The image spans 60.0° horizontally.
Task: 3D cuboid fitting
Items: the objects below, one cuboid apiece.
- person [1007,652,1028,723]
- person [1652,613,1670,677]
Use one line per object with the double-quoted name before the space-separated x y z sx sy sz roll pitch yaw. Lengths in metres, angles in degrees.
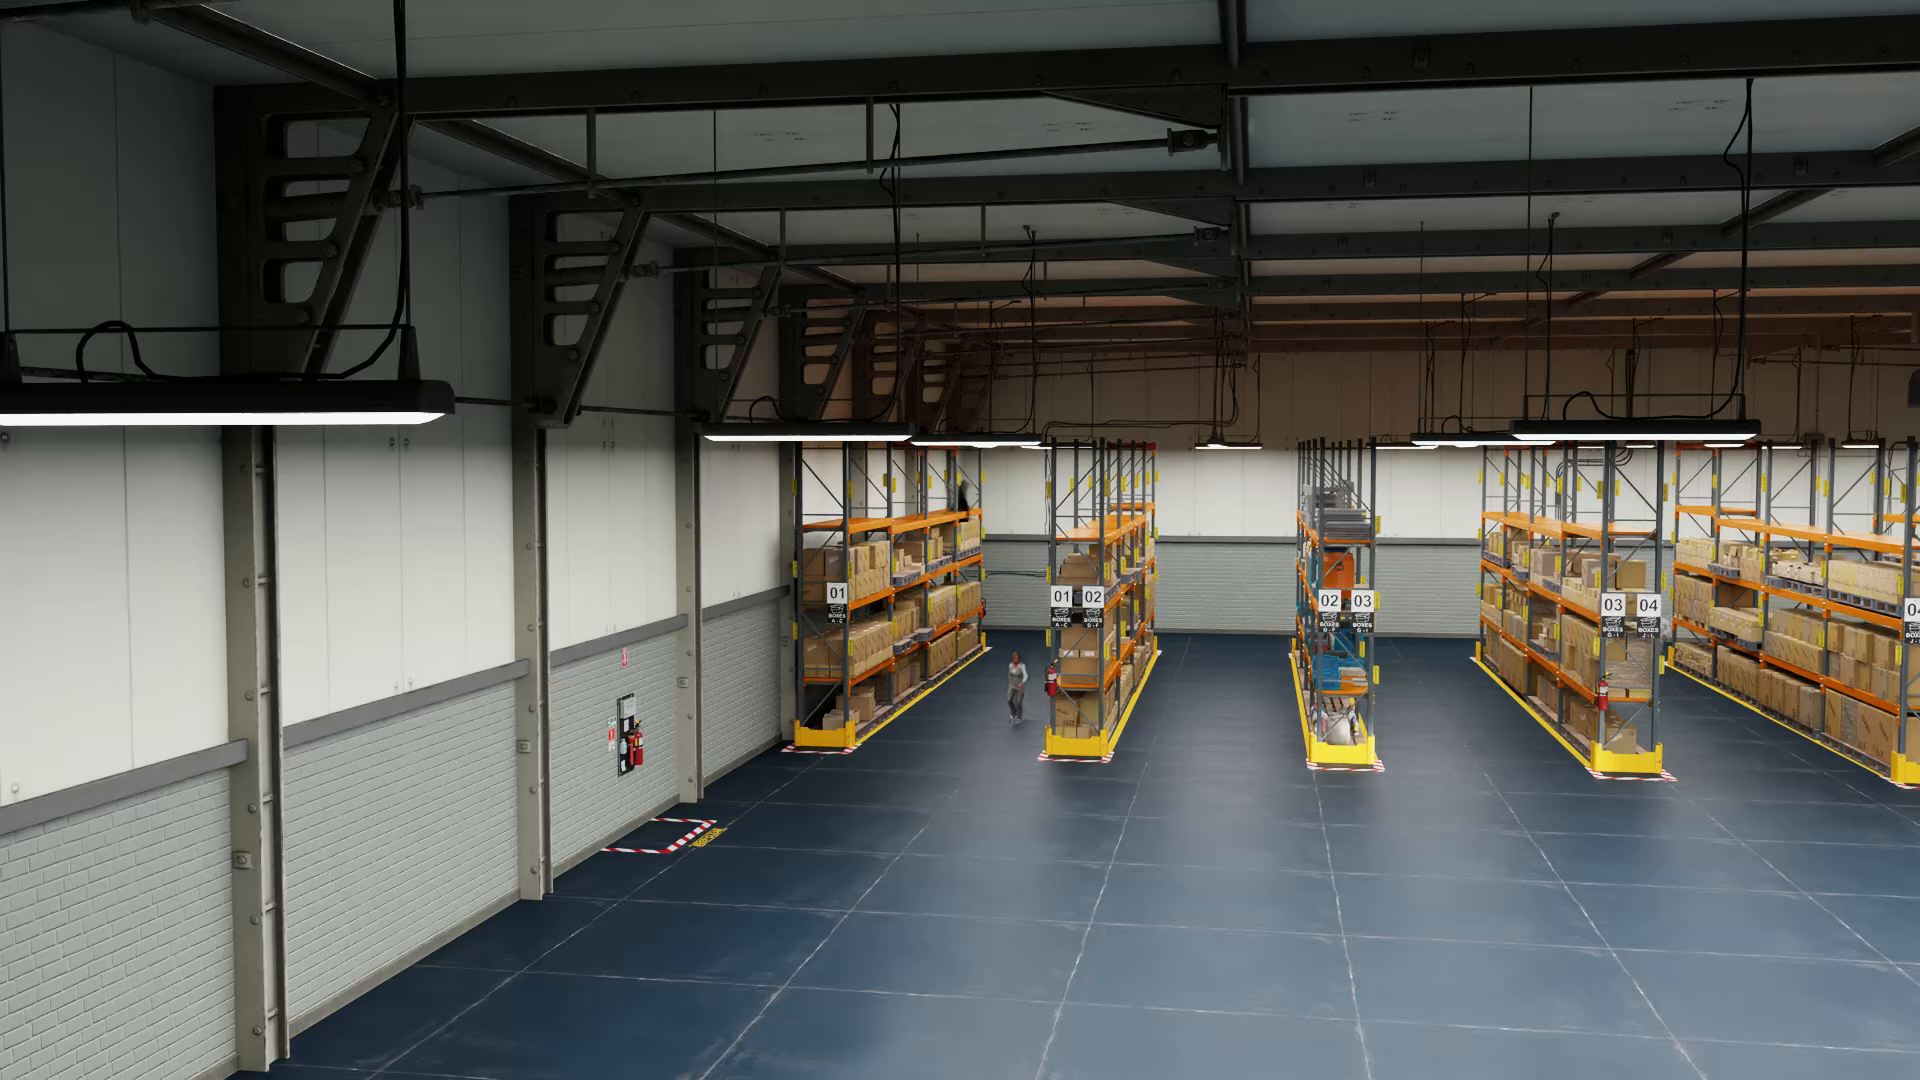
"person" 1.184 3.100 34.742 0.519 1.535 0.779 1 3 17
"person" 17.687 2.646 42.316 0.678 1.707 0.778 0 3 -2
